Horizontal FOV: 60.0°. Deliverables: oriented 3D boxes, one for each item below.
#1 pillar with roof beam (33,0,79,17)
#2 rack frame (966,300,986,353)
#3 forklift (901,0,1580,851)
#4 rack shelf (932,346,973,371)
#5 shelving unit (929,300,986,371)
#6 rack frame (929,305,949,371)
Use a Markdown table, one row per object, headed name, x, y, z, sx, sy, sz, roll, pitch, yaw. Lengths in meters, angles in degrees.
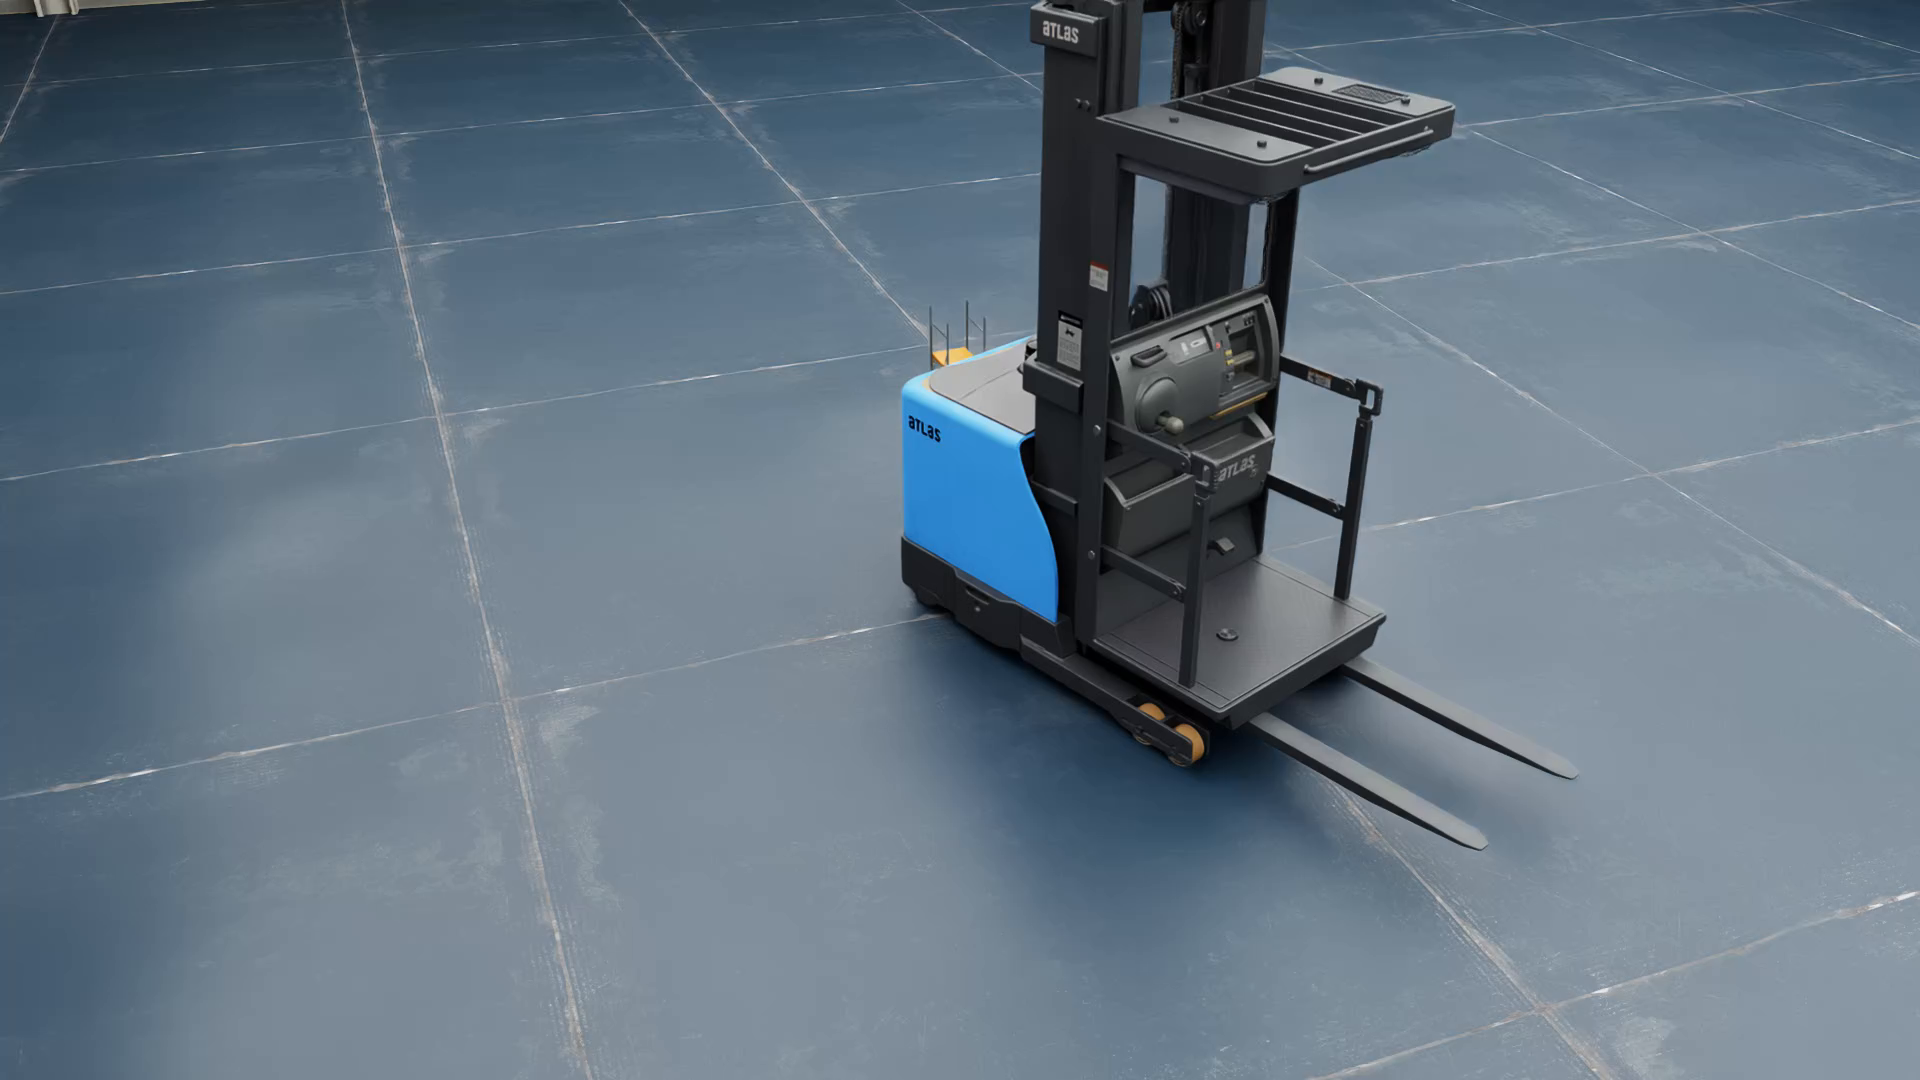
| name | x | y | z | sx | sy | sz | roll | pitch | yaw |
| --- | --- | --- | --- | --- | --- | --- | --- | --- | --- |
| pillar with roof beam | -8.586 | -7.815 | 12.876 | 0.400 | 9.000 | 9.100 | -10 | 31 | -18 |
| rack frame | 0.073 | -0.552 | 8.007 | 0.006 | 1.200 | 0.240 | -11 | 32 | -19 |
| forklift | 1.082 | -0.653 | 6.435 | 1.130 | 2.935 | 3.031 | -24 | 37 | -35 |
| rack shelf | -0.012 | -0.810 | 7.821 | 0.180 | 0.103 | 0.258 | -11 | 32 | -19 |
| shelving unit | -0.012 | -0.535 | 7.978 | 0.189 | 1.200 | 0.258 | -11 | 32 | -19 |
| rack frame | -0.097 | -0.519 | 7.948 | 0.006 | 1.200 | 0.240 | -11 | 32 | -19 |
